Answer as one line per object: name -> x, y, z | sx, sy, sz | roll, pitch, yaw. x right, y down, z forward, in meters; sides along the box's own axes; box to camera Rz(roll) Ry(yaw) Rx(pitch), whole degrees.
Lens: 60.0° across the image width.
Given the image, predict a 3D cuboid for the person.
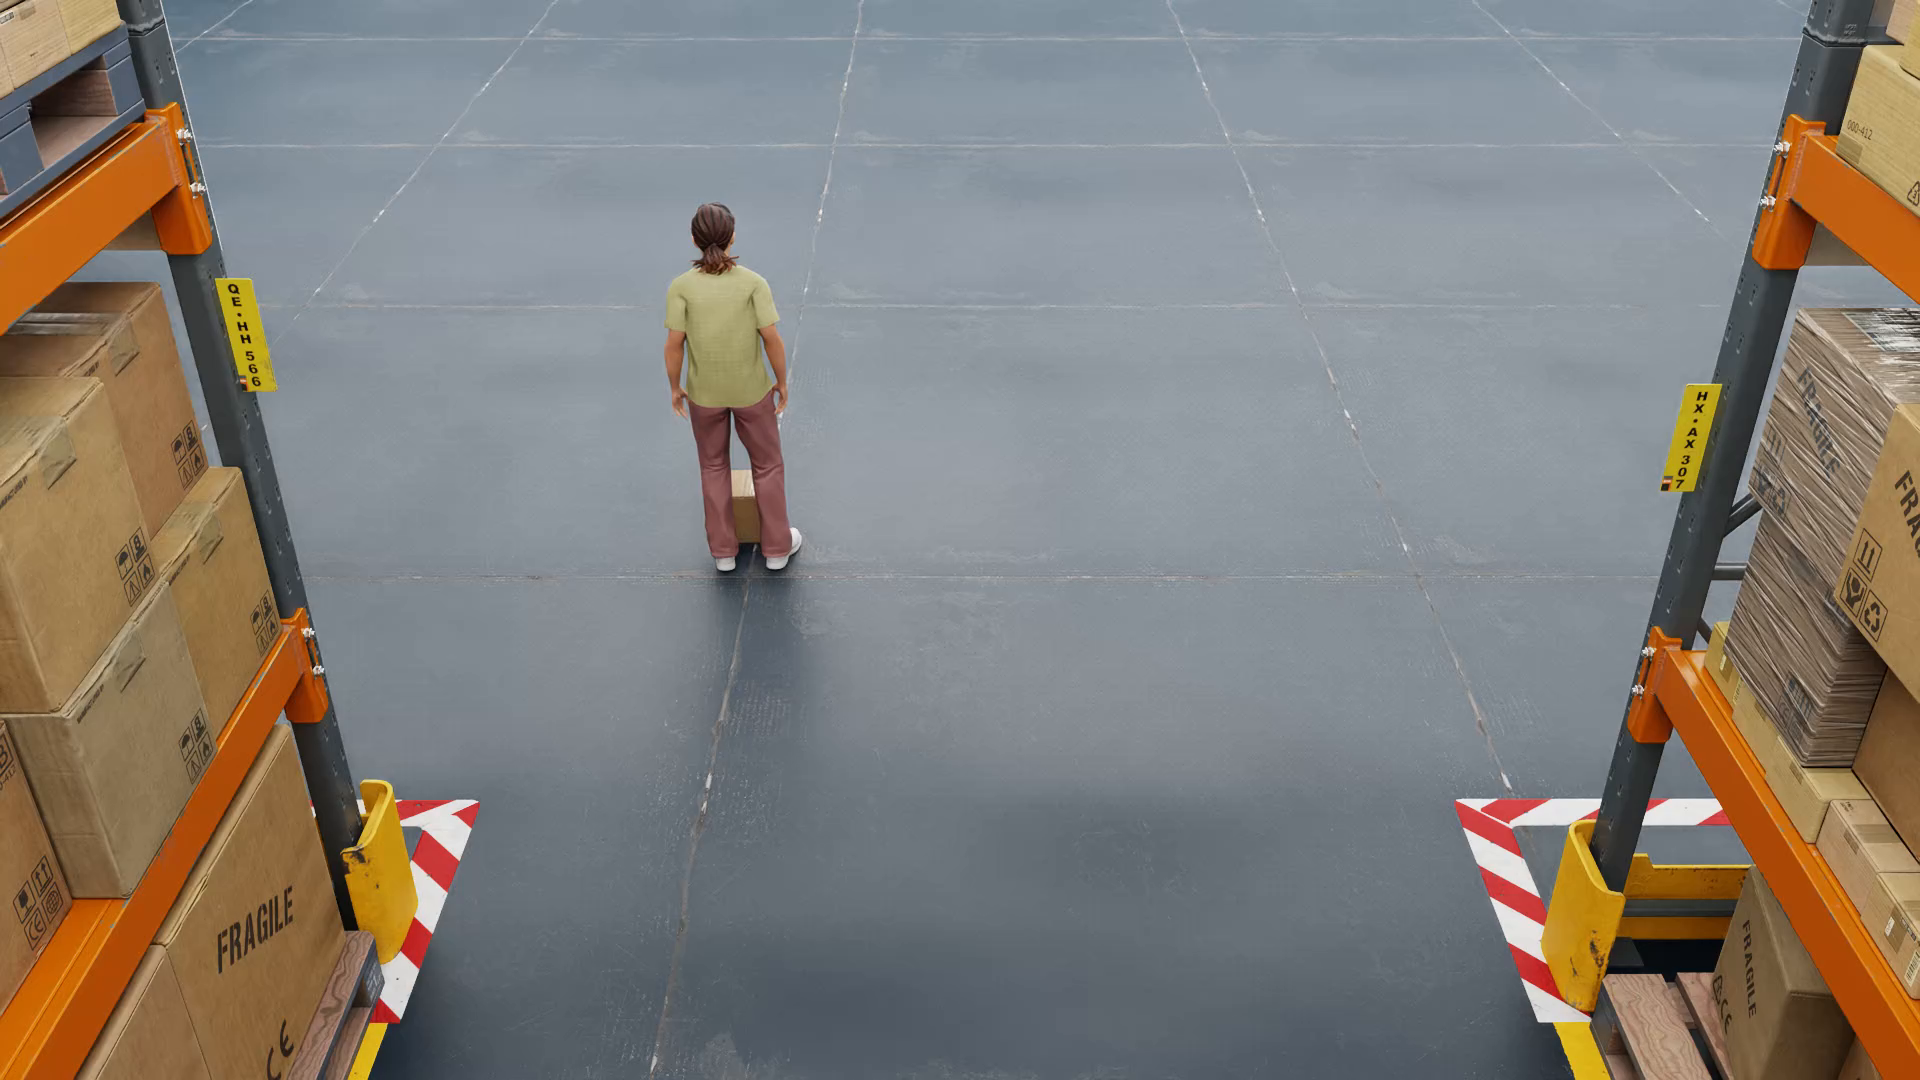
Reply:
person -> -0.987, -0.633, 7.163 | 0.520, 1.673, 0.354 | -2, 32, -3
